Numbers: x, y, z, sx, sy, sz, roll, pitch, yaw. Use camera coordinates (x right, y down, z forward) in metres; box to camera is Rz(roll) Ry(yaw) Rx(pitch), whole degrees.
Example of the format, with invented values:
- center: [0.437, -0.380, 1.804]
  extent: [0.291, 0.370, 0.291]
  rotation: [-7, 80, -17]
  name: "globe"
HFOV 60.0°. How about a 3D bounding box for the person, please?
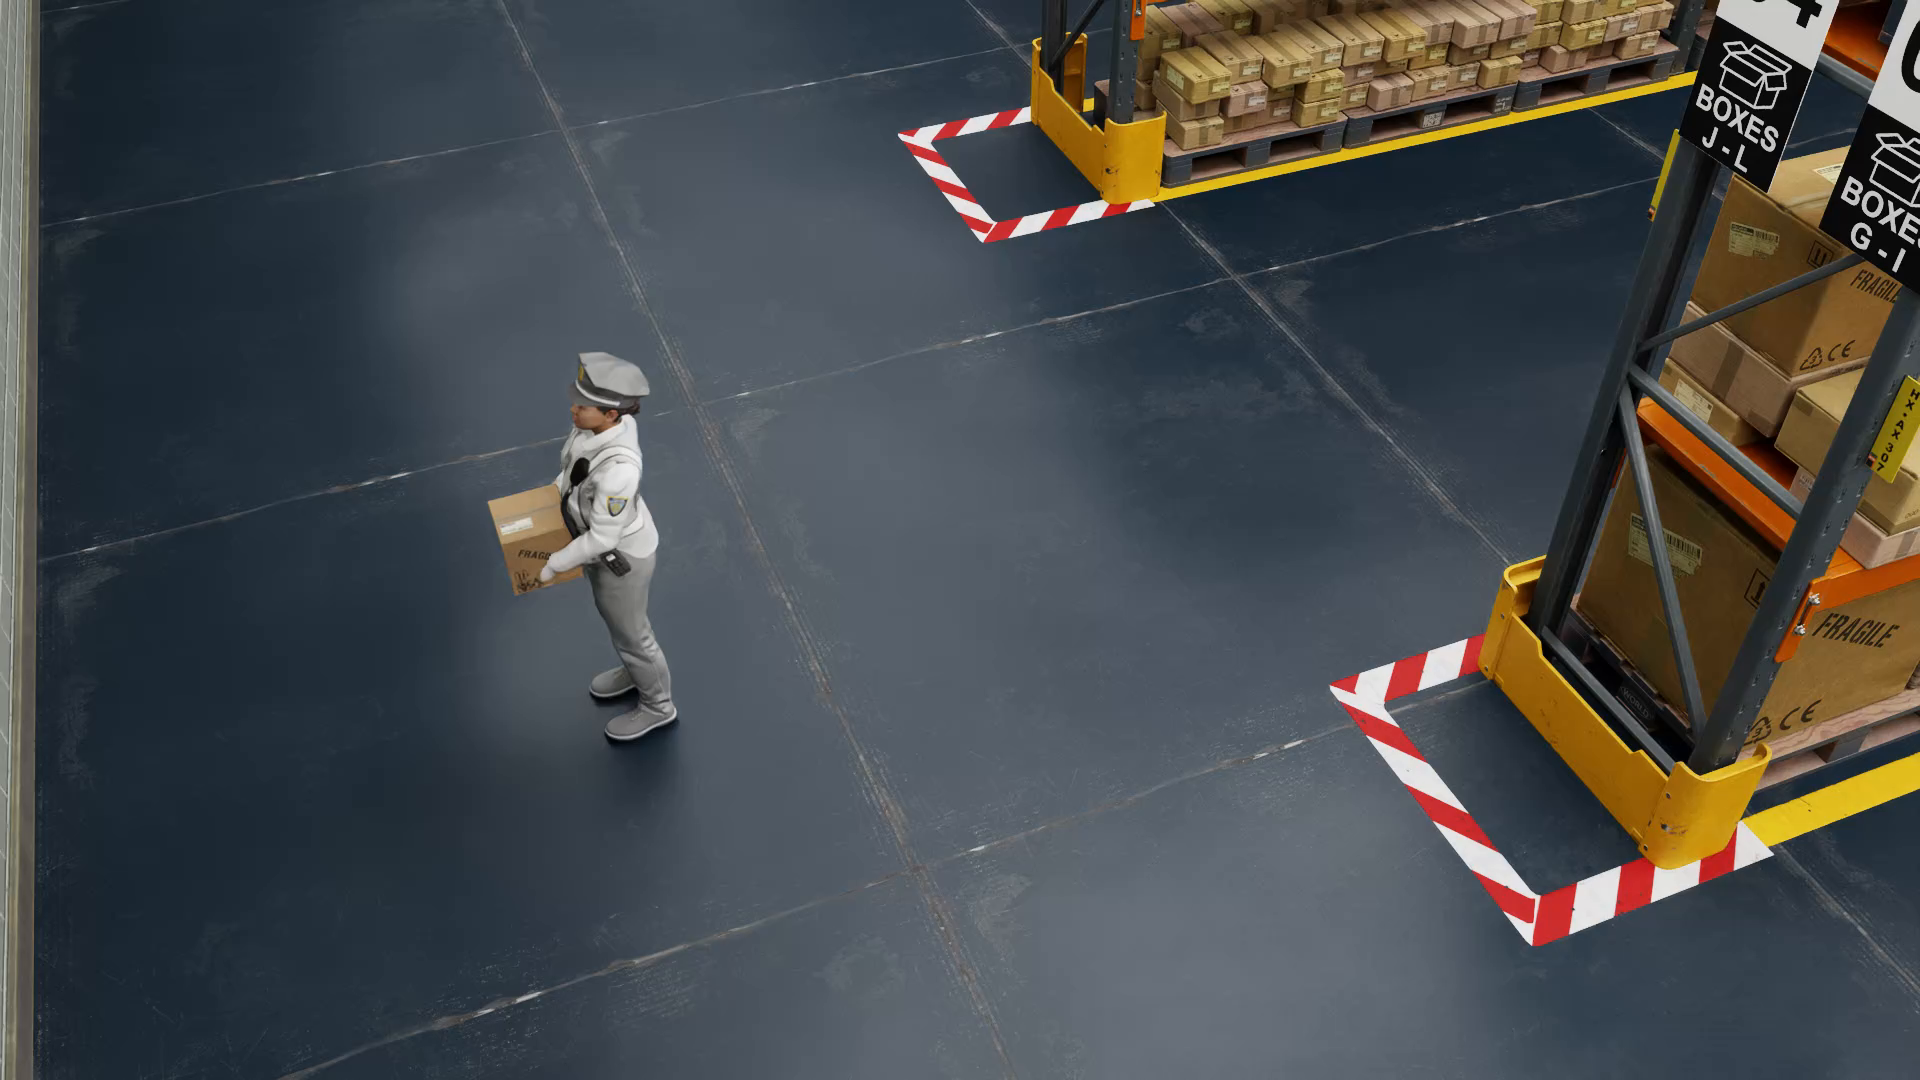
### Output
- center: [-1.328, 0.044, 6.085]
  extent: [0.554, 1.695, 0.467]
  rotation: [-12, 43, -13]
  name: "person"
